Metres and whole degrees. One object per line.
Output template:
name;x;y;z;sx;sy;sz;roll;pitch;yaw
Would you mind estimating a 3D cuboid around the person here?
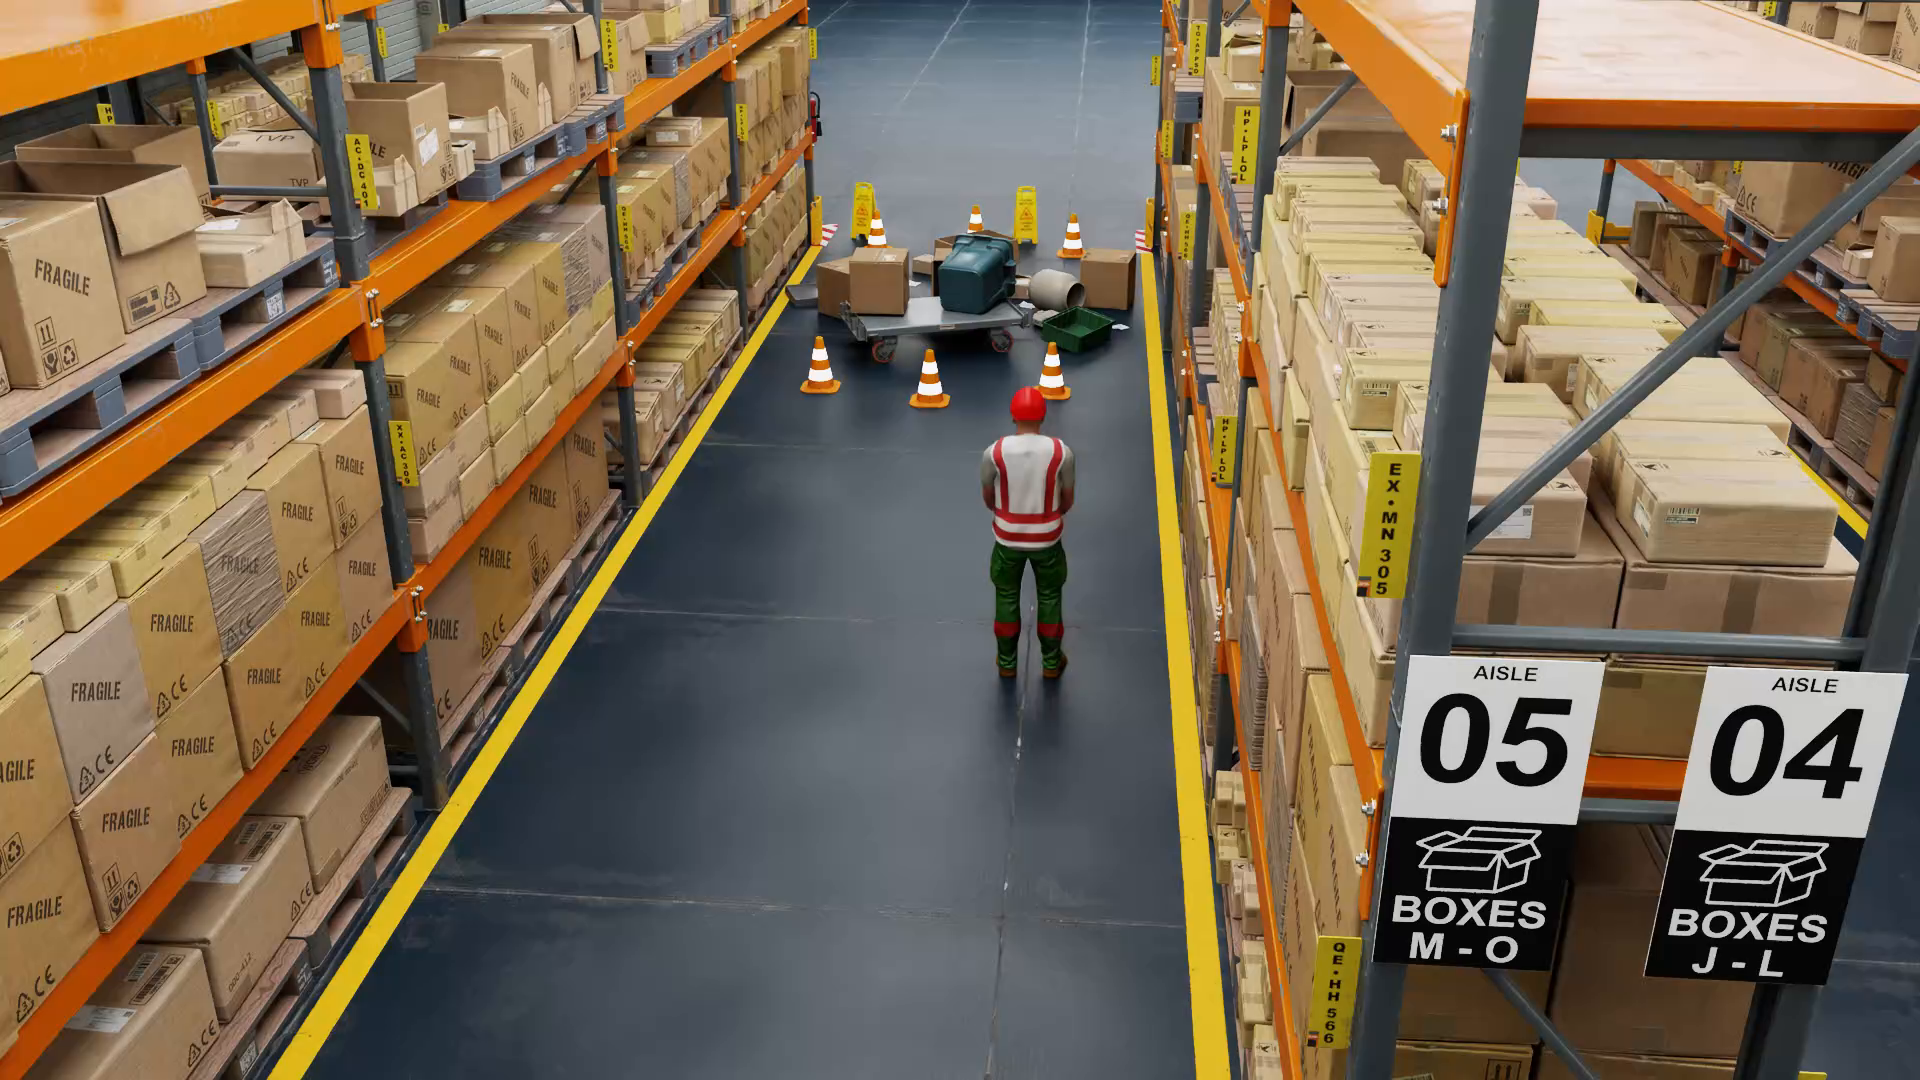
person;0.391;-0.048;9.676;0.533;1.793;0.474;2;24;4
